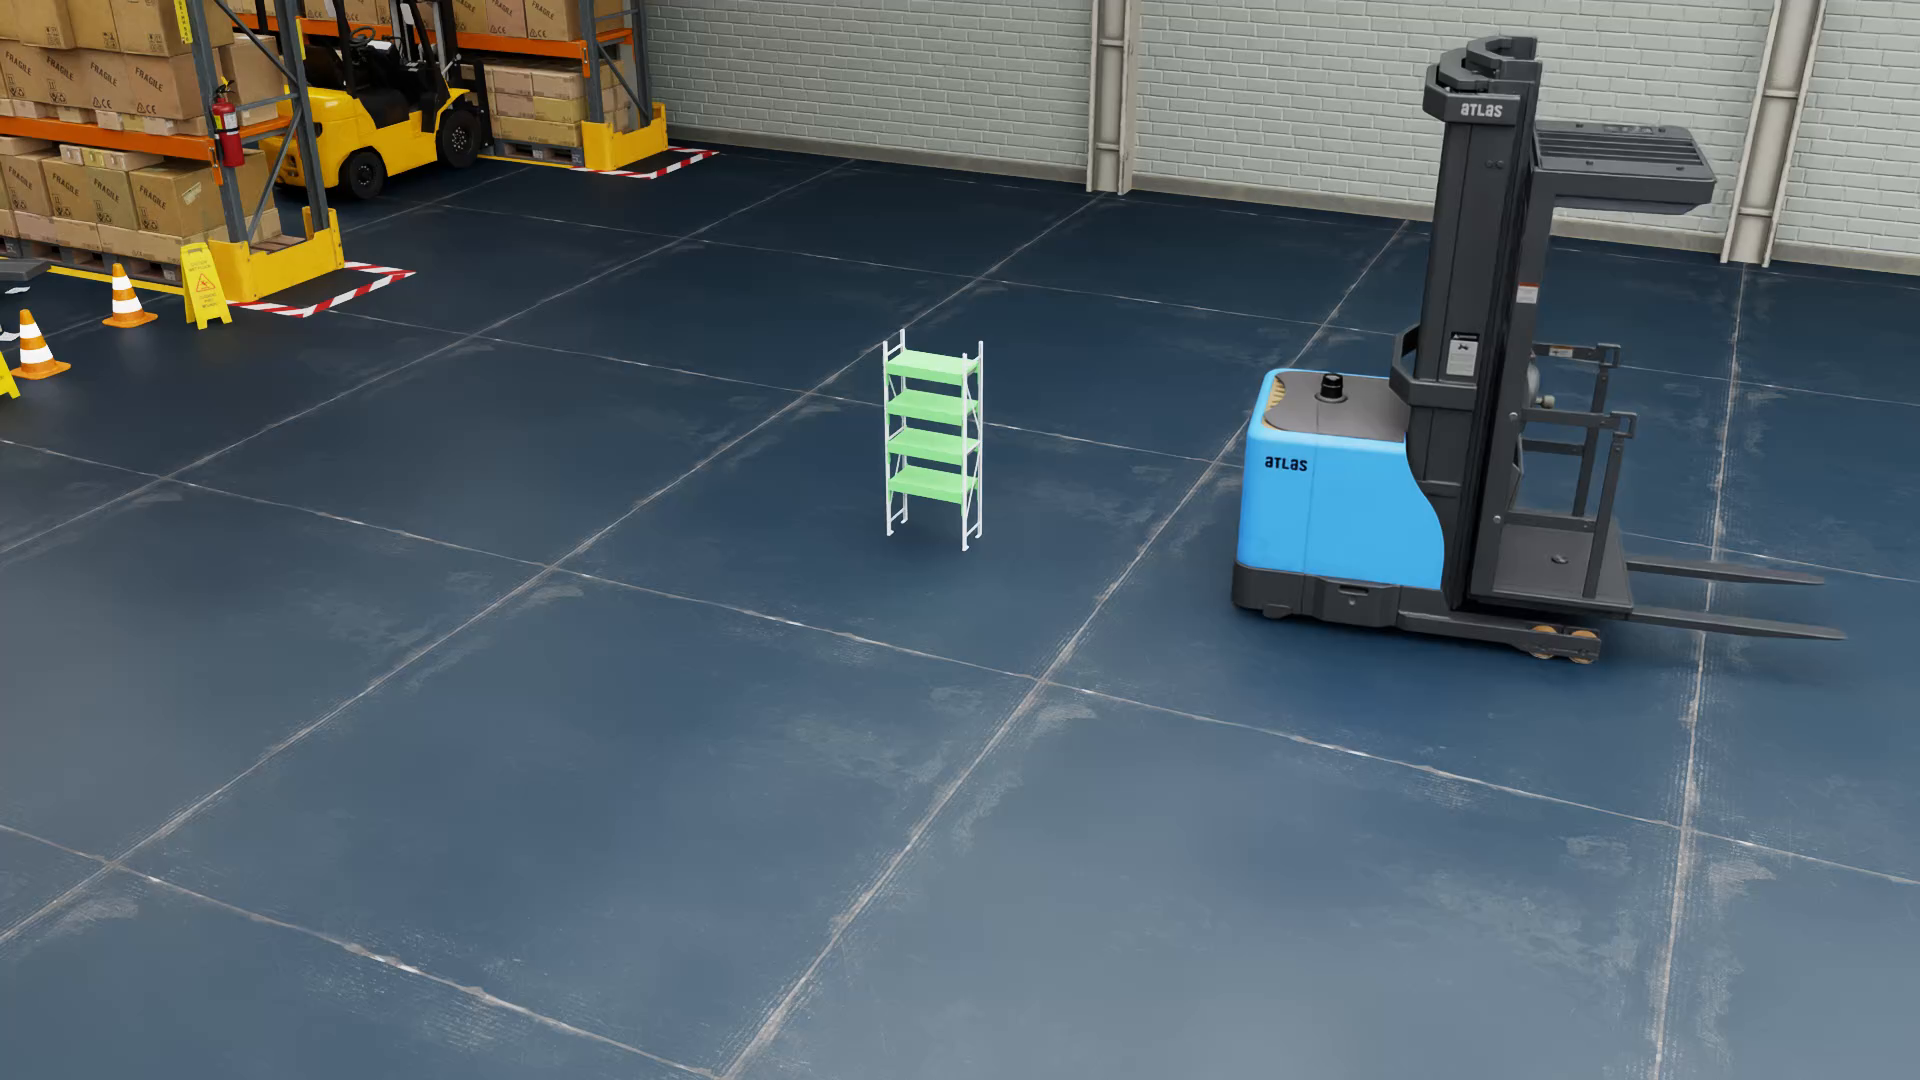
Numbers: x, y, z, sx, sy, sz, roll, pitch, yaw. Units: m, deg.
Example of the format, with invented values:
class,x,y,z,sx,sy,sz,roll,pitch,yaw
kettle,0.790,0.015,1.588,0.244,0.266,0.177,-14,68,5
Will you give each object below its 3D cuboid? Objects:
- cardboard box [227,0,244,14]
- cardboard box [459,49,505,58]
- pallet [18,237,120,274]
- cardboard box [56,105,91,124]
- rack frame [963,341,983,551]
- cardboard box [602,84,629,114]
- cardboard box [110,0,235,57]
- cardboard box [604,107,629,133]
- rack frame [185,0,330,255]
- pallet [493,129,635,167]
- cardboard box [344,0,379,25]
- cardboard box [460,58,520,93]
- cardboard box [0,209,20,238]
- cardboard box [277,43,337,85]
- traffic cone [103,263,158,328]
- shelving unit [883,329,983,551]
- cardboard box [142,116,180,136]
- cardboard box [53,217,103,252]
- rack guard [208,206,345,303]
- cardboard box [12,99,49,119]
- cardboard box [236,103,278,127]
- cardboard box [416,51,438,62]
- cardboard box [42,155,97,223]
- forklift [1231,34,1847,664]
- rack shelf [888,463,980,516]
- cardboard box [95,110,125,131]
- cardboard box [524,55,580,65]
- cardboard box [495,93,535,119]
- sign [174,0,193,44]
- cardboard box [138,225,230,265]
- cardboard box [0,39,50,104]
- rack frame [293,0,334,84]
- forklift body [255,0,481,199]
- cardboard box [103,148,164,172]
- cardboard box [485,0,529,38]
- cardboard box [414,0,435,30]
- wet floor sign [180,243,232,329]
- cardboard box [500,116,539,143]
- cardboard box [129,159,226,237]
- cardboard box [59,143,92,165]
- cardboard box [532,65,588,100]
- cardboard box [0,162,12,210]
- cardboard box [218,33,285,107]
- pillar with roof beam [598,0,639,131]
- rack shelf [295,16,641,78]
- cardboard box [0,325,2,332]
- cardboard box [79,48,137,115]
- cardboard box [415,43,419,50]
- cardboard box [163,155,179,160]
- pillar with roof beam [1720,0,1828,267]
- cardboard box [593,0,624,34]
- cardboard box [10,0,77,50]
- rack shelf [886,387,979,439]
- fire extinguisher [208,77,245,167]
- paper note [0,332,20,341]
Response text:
class,x,y,z,sx,sy,sz,roll,pitch,yaw
cardboard box,-8.340,-6.285,19.289,0.500,0.250,0.500,11,28,22
cardboard box,-5.402,-5.393,18.814,0.500,0.250,0.500,11,28,21
pallet,-7.624,-2.697,14.988,1.213,0.211,1.003,11,28,22
cardboard box,-7.345,-3.623,13.997,0.250,0.149,0.380,11,28,21
rack frame,0.071,-0.524,9.456,0.015,1.200,0.240,11,28,22
cardboard box,-4.014,-4.893,18.363,0.500,0.250,0.500,12,29,23
cardboard box,-6.279,-4.180,13.262,0.500,0.500,0.700,11,28,21
cardboard box,-4.038,-4.667,18.471,0.500,0.250,0.500,11,28,22
rack frame,-5.723,-3.547,13.559,0.127,3.000,1.000,11,28,22
pallet,-4.385,-4.416,18.480,1.213,0.211,1.003,11,28,22
cardboard box,-6.536,-6.045,18.520,0.500,0.500,0.500,12,29,23
cardboard box,-5.151,-5.085,18.189,0.500,0.250,0.500,12,29,22
cardboard box,-8.448,-2.924,14.931,0.500,0.250,0.500,13,29,25
cardboard box,-7.793,-5.489,19.716,0.625,0.625,0.875,13,29,24
traffic cone,-6.649,-1.969,13.226,0.334,0.463,0.336,11,28,22
shelving unit,-0.151,-0.569,9.546,0.503,1.200,0.258,11,28,22
cardboard box,-6.429,-3.419,13.582,0.250,0.149,0.380,11,28,21
cardboard box,-7.517,-2.733,14.543,0.500,0.250,0.500,10,28,20
rack guard,-5.792,-2.440,14.140,0.348,0.500,1.175,11,28,22
cardboard box,-7.809,-3.707,14.168,0.250,0.149,0.380,11,28,22
cardboard box,-5.947,-3.580,13.910,0.250,0.149,0.380,11,28,22
cardboard box,-6.084,-5.280,18.584,0.500,0.250,0.500,12,29,24
cardboard box,-7.493,-3.069,14.377,0.500,0.500,0.500,11,28,21
forklift,3.034,-0.946,8.353,3.031,2.935,1.130,7,27,14
rack shelf,-0.151,-0.296,9.681,0.480,0.148,0.258,11,28,22
cardboard box,-6.900,-3.509,13.766,0.250,0.149,0.380,12,29,23
cardboard box,-4.487,-5.201,18.424,0.500,0.250,0.500,11,28,22
cardboard box,-4.696,-4.782,18.139,0.500,0.250,0.500,11,28,21
sign,-5.971,-3.989,12.788,0.005,0.325,0.100,11,28,22
cardboard box,-6.592,-2.546,14.163,0.500,0.250,0.500,11,28,22
cardboard box,-7.693,-4.001,14.030,0.500,0.500,0.500,12,29,22
rack frame,-7.313,-6.275,19.100,0.127,3.000,1.000,11,28,22
forklift body,-6.153,-4.776,17.016,1.214,2.155,2.313,11,28,22
cardboard box,-6.922,-3.211,13.931,0.250,0.149,0.380,12,29,23
cardboard box,-4.697,-5.672,17.761,0.500,0.500,0.500,12,29,23
cardboard box,-5.626,-5.853,18.129,0.500,0.500,0.500,12,28,22
wet floor sign,-5.993,-2.026,13.135,0.232,0.644,0.267,23,35,39
cardboard box,-4.679,-4.552,18.238,0.500,0.250,0.500,11,28,22
cardboard box,-6.560,-2.880,13.993,0.500,0.500,0.500,12,28,22
cardboard box,-7.389,-3.308,14.126,0.250,0.149,0.380,13,29,24
cardboard box,-4.220,-4.906,17.825,0.500,0.250,0.500,12,29,24
cardboard box,-8.447,-3.260,14.765,0.500,0.500,0.500,13,29,24
cardboard box,-6.040,-3.924,13.874,0.500,0.500,0.500,11,28,21
pillar with roof beam,-5.715,-6.994,13.768,0.400,9.000,9.100,11,28,22
rack shelf,-5.492,-5.587,18.516,4.000,0.370,1.077,11,28,22
cardboard box,-7.752,-1.696,13.026,0.380,0.149,0.250,-18,31,-31
cardboard box,-6.785,-3.808,13.638,0.500,0.500,0.500,11,28,22
cardboard box,-6.318,-5.580,19.193,0.500,0.250,0.500,11,28,21
cardboard box,-6.843,-3.195,14.633,0.500,0.500,0.500,10,28,20
pillar with roof beam,5.209,-4.800,9.312,0.400,9.000,9.100,11,28,22
cardboard box,-4.008,-5.791,18.003,0.500,0.500,0.500,12,29,23
cardboard box,-7.243,-4.327,13.562,0.500,0.500,0.700,11,28,21
rack shelf,-0.151,-0.727,9.469,0.480,0.148,0.258,11,28,22
fire extinguisher,-5.810,-3.306,13.158,0.183,0.674,0.296,11,28,22
paper note,-7.408,-1.588,12.941,0.142,0.019,0.148,2,26,4
